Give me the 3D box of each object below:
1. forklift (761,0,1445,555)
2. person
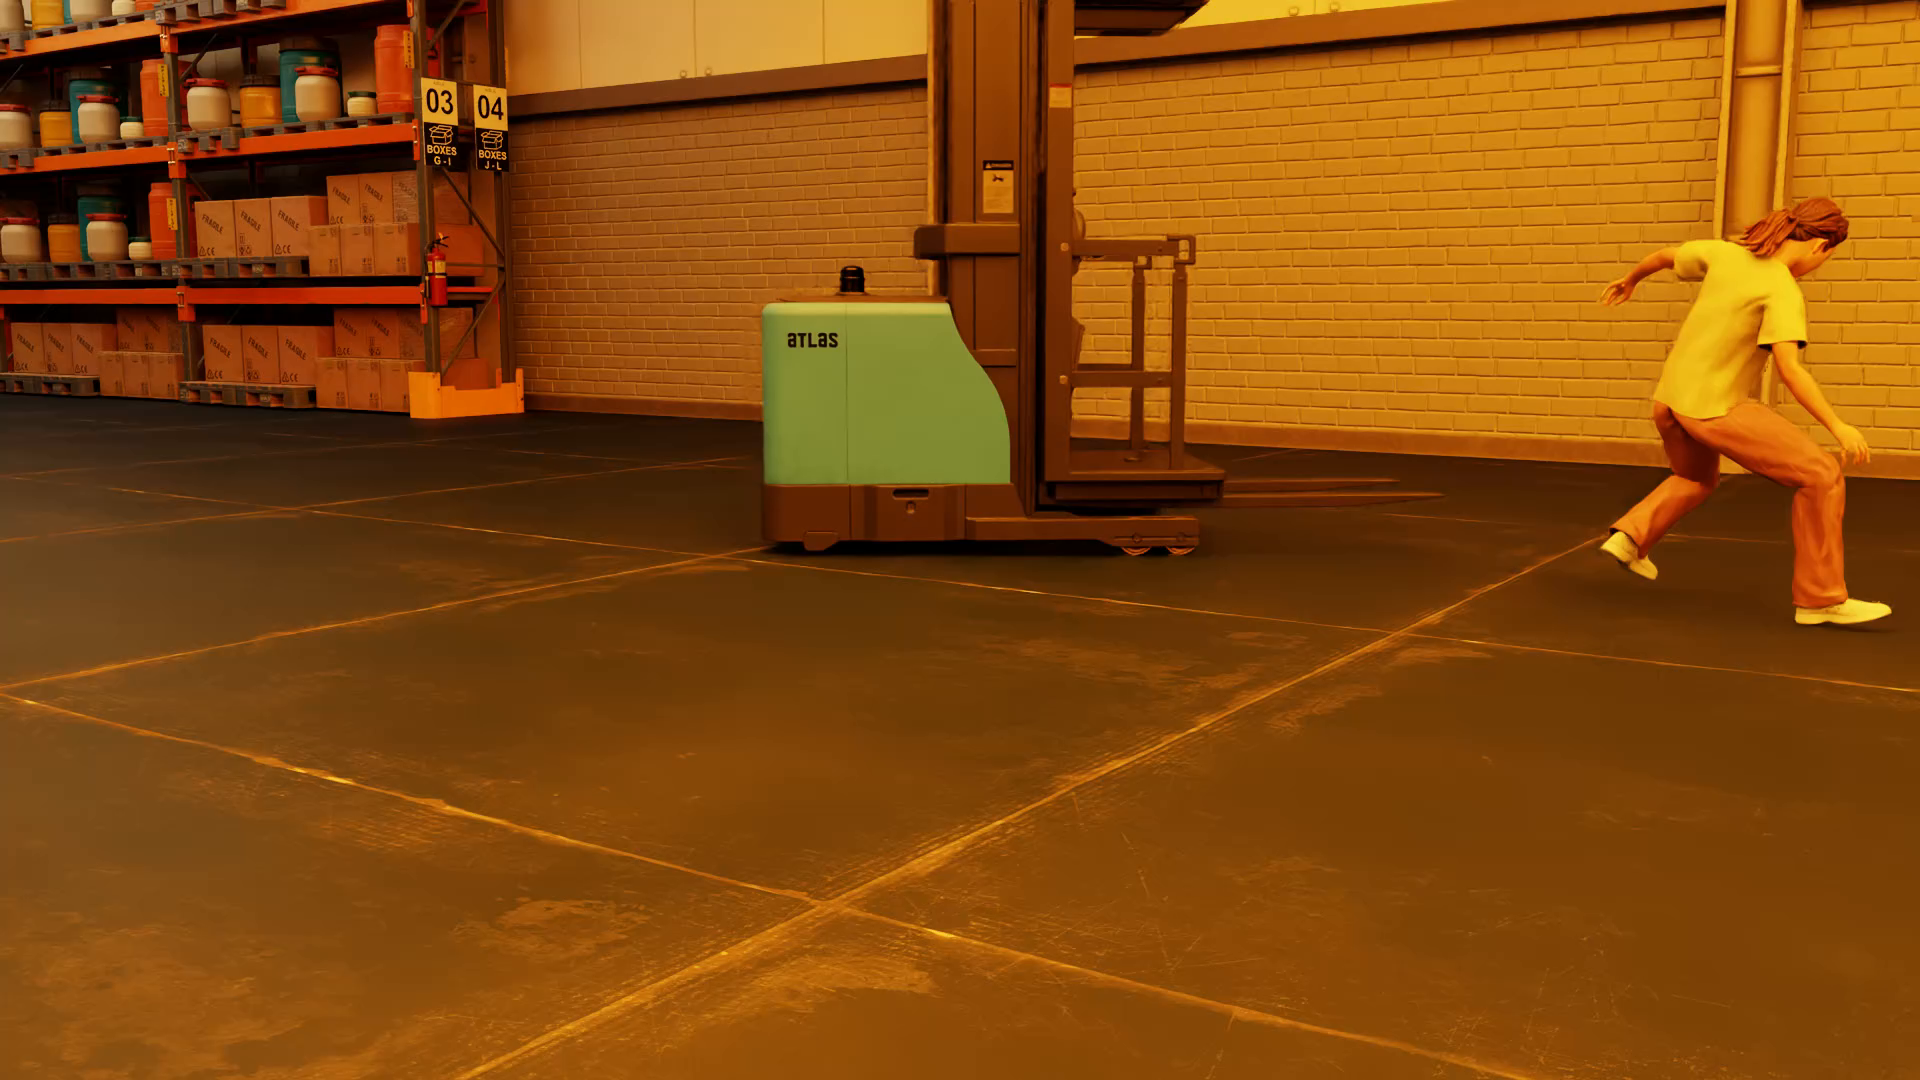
[{"bbox_3d":[0.631,-1.460,7.460,3.031,2.935,1.130,-1,8,-4],"label":"forklift"},{"bbox_3d":[2.643,-0.457,5.780,0.712,1.419,1.069,-1,8,-6],"label":"person"}]
